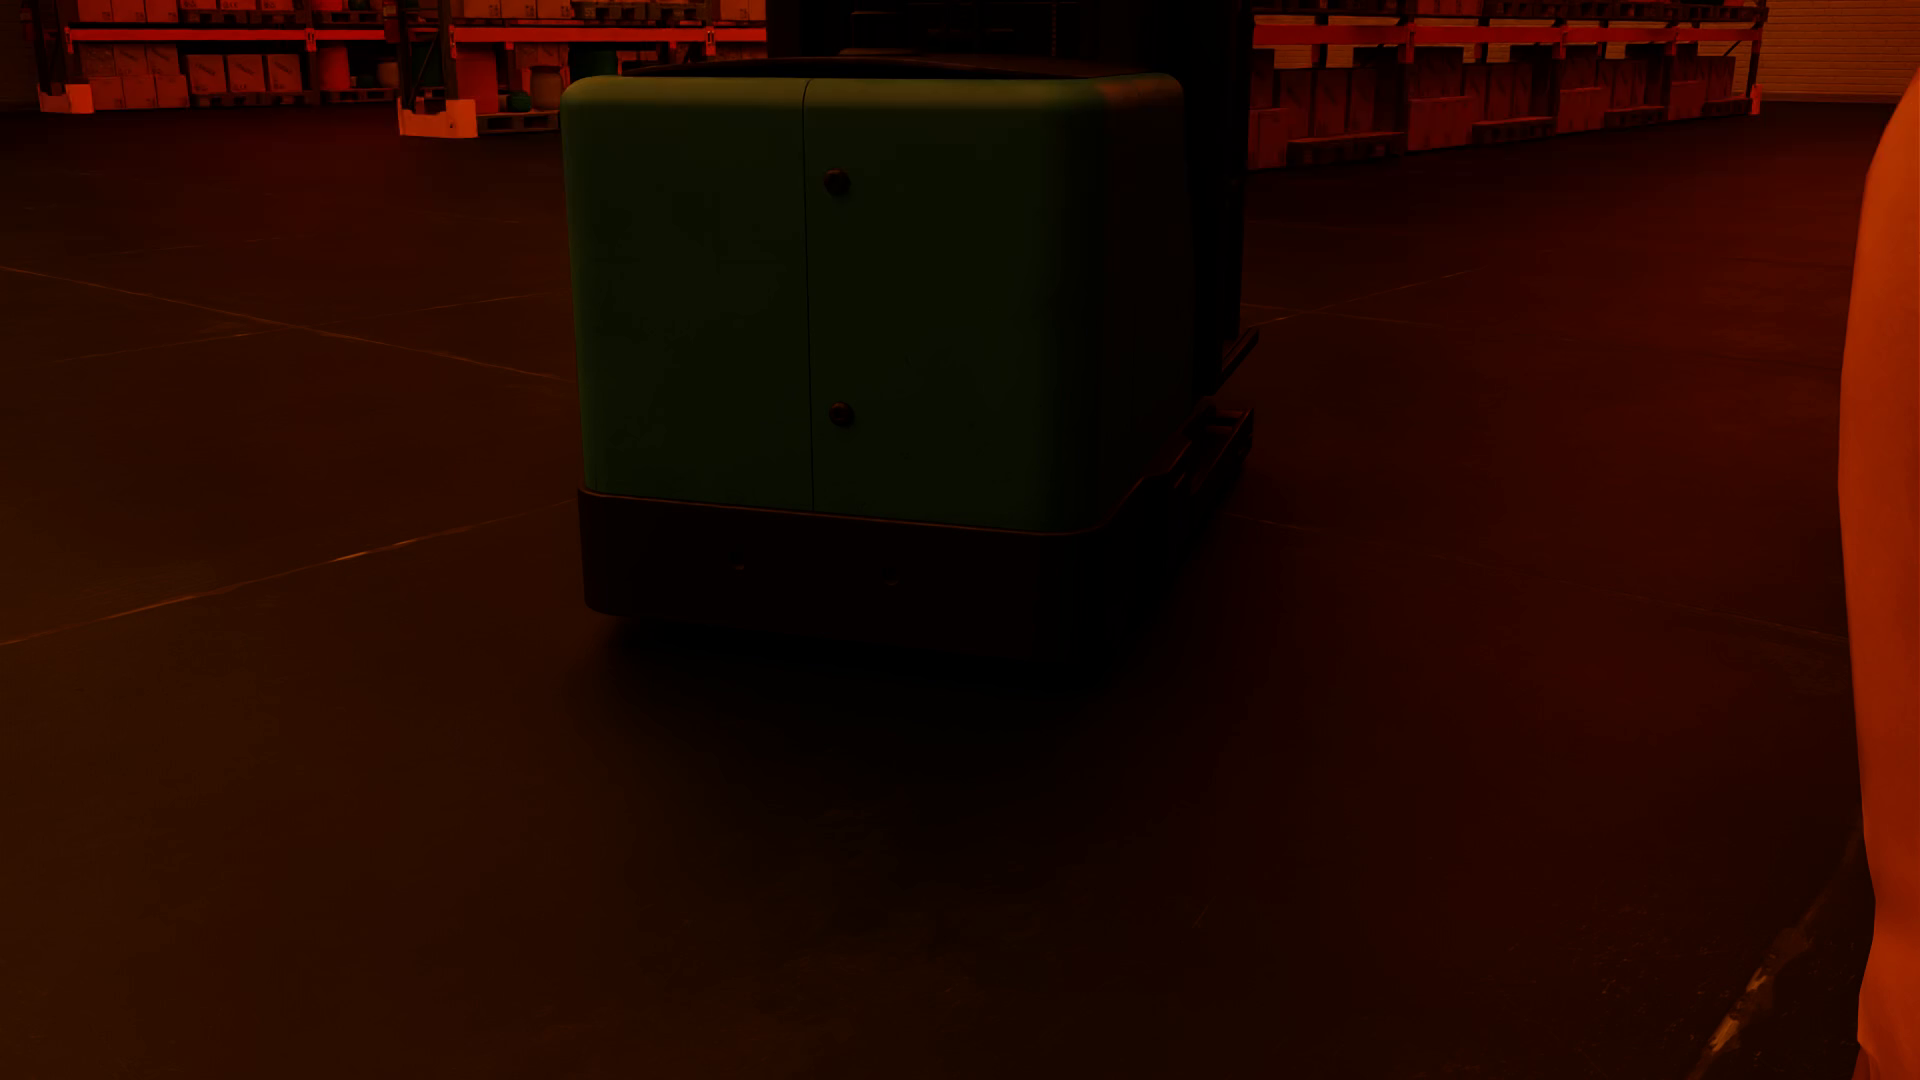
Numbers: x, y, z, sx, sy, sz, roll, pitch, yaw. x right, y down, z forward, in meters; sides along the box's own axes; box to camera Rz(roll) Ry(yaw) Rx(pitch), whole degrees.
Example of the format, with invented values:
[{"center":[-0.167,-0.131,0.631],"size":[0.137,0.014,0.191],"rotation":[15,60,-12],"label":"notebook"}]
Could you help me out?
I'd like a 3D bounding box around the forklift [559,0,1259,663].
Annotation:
[{"center":[0.182,-1.571,4.072],"size":[1.130,2.935,3.031],"rotation":[5,18,17],"label":"forklift"}]
